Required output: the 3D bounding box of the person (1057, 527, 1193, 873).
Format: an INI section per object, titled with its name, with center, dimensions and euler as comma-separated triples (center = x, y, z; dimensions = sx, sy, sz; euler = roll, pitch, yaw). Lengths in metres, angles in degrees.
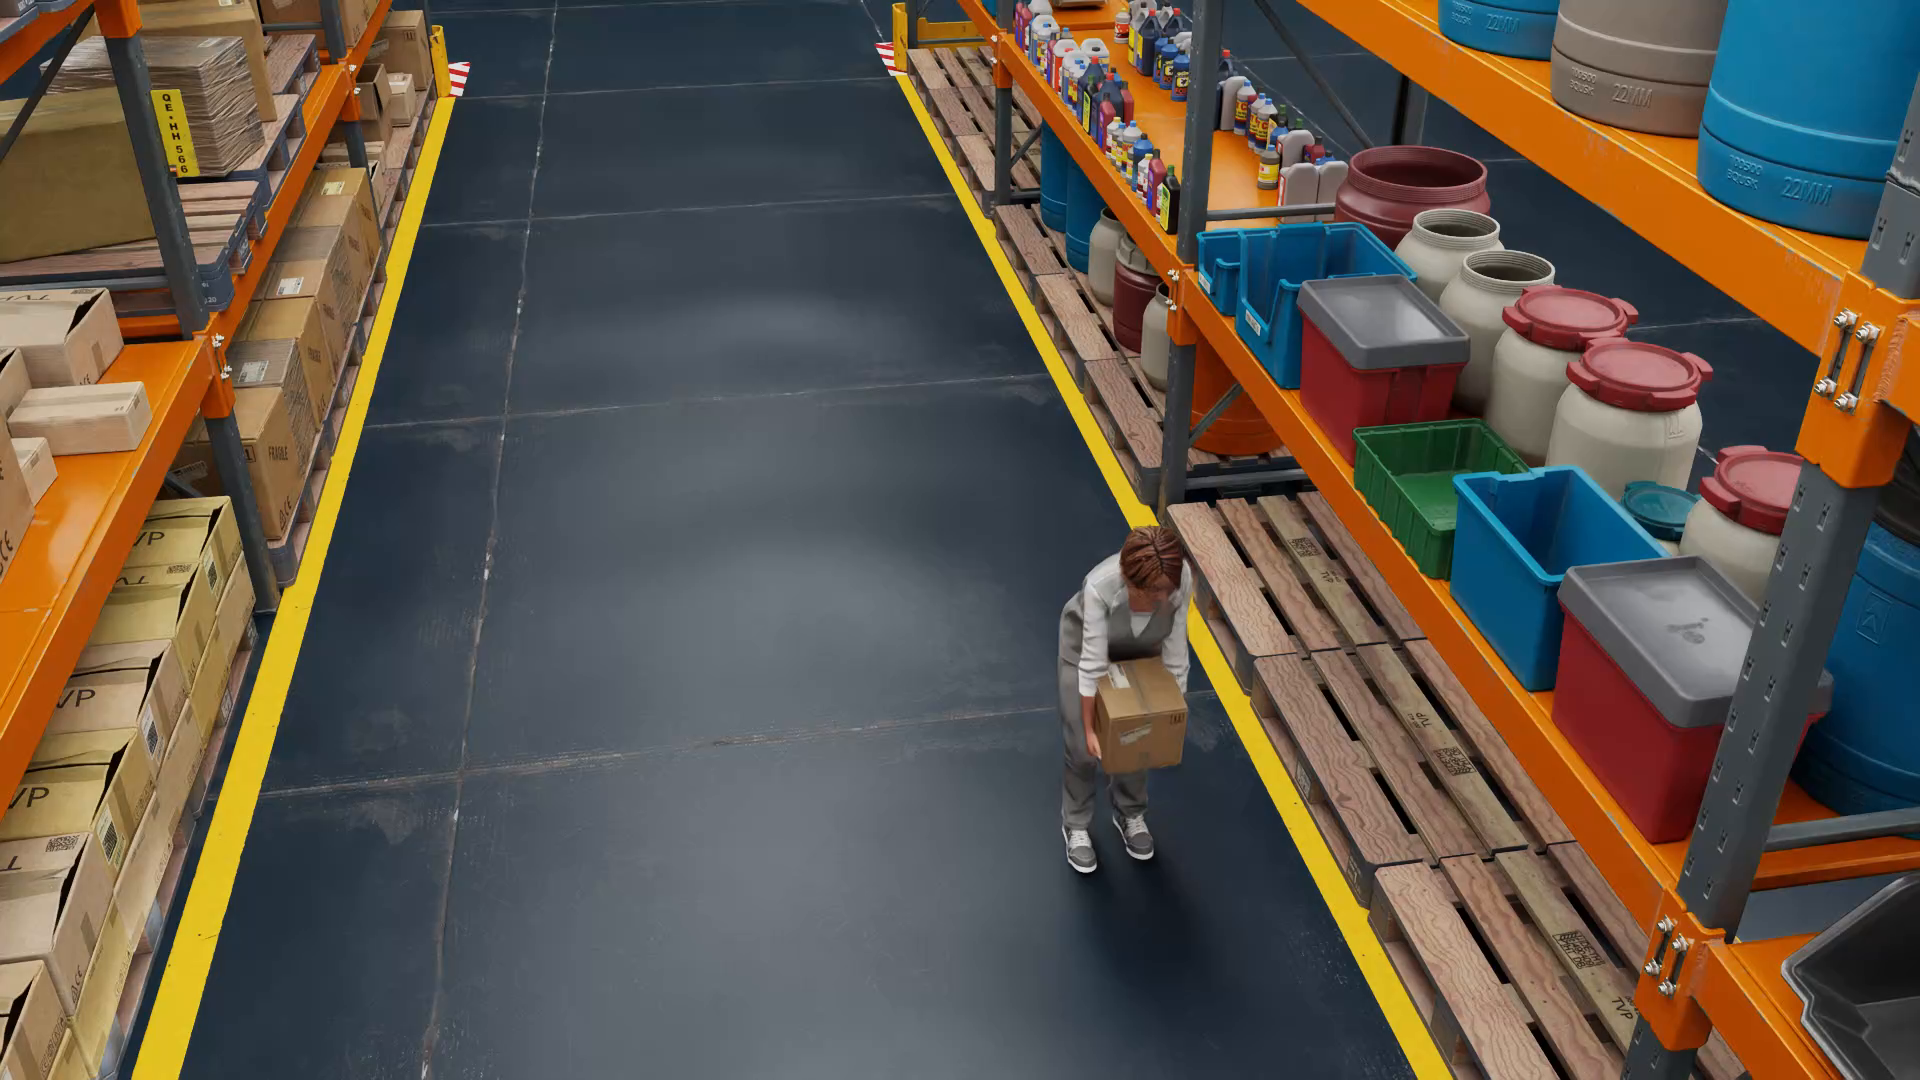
[person]
center = 0.531, 0.504, 5.446
dimensions = 0.370, 1.459, 0.634
euler = -6, 32, -10
